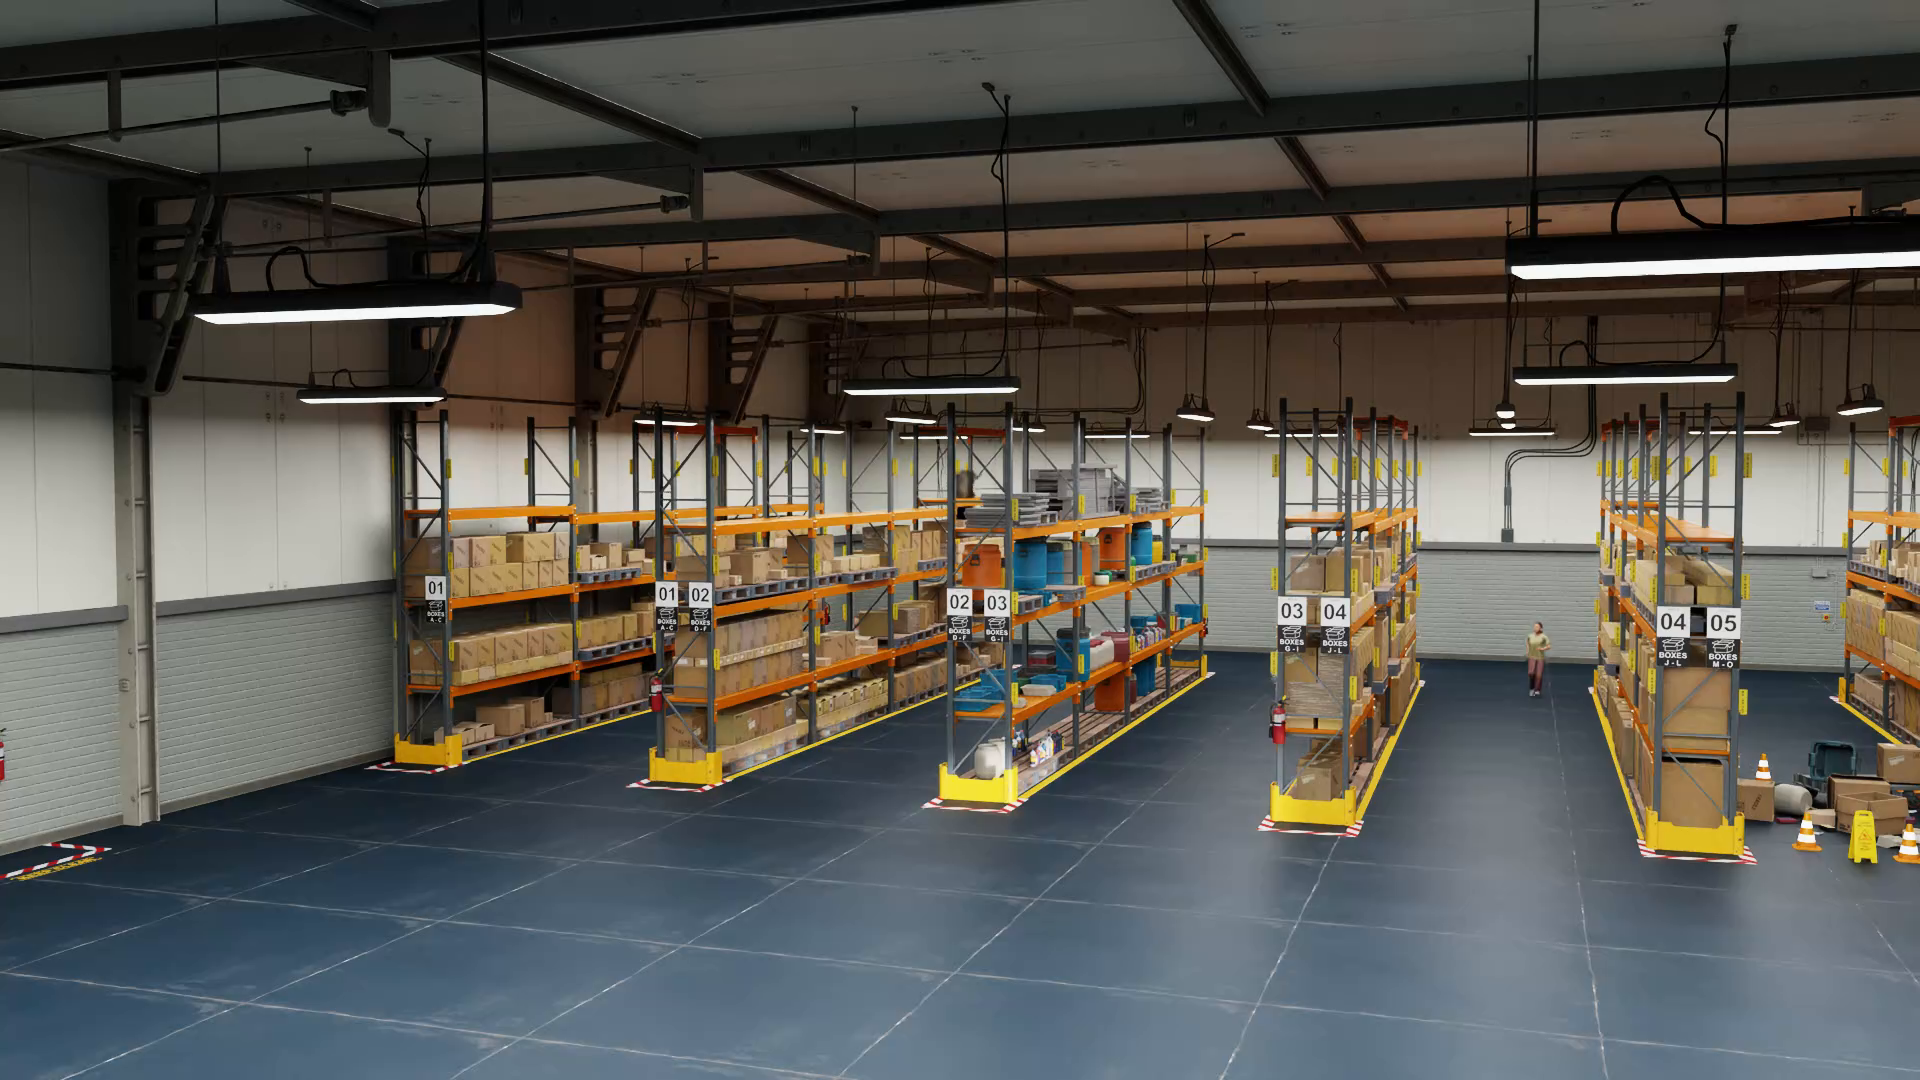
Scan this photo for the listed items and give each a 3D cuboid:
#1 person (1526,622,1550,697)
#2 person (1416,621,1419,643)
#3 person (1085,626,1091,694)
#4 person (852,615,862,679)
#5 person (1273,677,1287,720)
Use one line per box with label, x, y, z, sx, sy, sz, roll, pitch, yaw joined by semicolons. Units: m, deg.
person;12.609;2.608;36.308;0.538;1.646;0.644;1;3;26
person;10.595;2.599;39.842;0.572;1.440;1.111;-1;3;-20
person;2.717;2.652;36.643;0.508;1.607;0.651;-1;3;-31
person;-2.337;2.589;38.488;0.562;1.543;0.952;0;2;9
person;6.349;2.837;32.245;0.637;1.631;0.710;-2;3;-37
